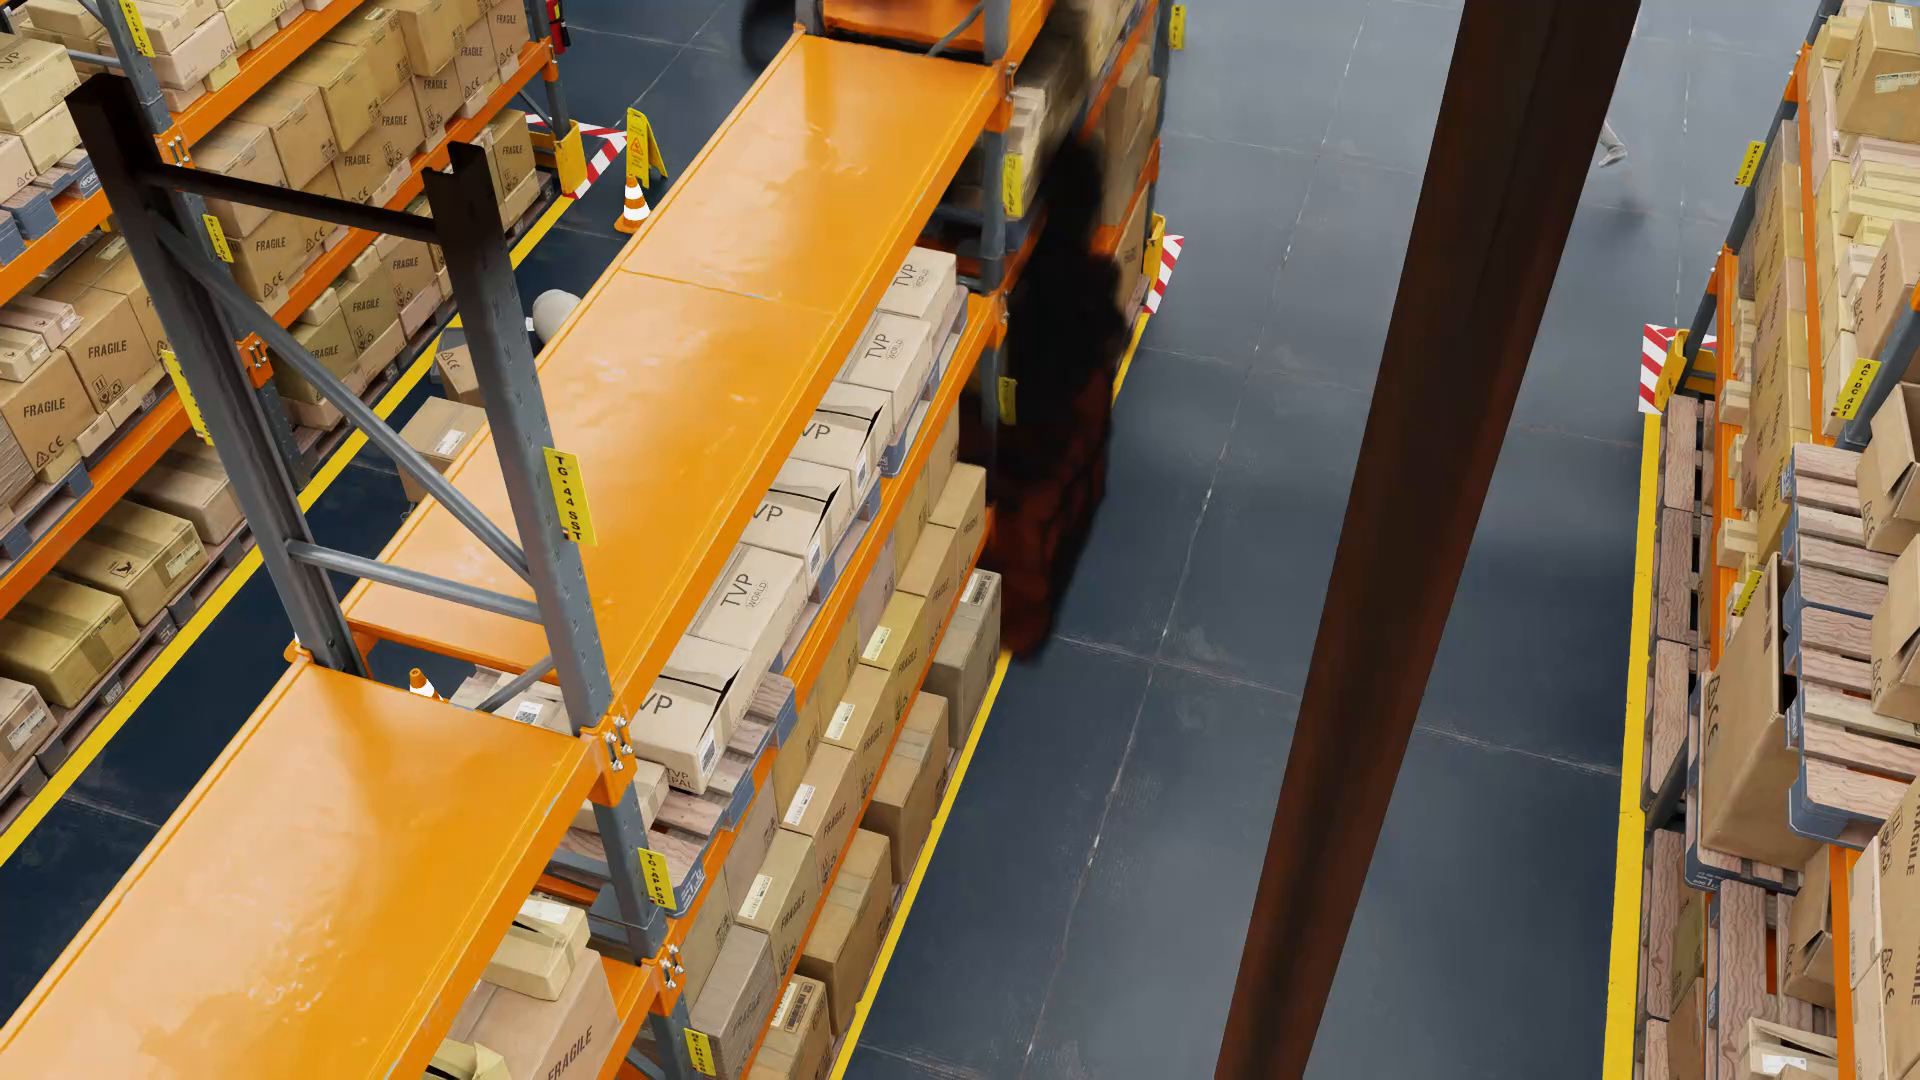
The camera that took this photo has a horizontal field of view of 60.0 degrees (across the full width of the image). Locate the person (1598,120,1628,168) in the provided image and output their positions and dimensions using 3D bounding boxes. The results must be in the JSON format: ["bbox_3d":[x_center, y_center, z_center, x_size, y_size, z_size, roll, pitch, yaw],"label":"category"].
[{"bbox_3d":[5.153,-3.790,13.620,0.709,1.766,0.927,-25,51,-23],"label":"person"}]
